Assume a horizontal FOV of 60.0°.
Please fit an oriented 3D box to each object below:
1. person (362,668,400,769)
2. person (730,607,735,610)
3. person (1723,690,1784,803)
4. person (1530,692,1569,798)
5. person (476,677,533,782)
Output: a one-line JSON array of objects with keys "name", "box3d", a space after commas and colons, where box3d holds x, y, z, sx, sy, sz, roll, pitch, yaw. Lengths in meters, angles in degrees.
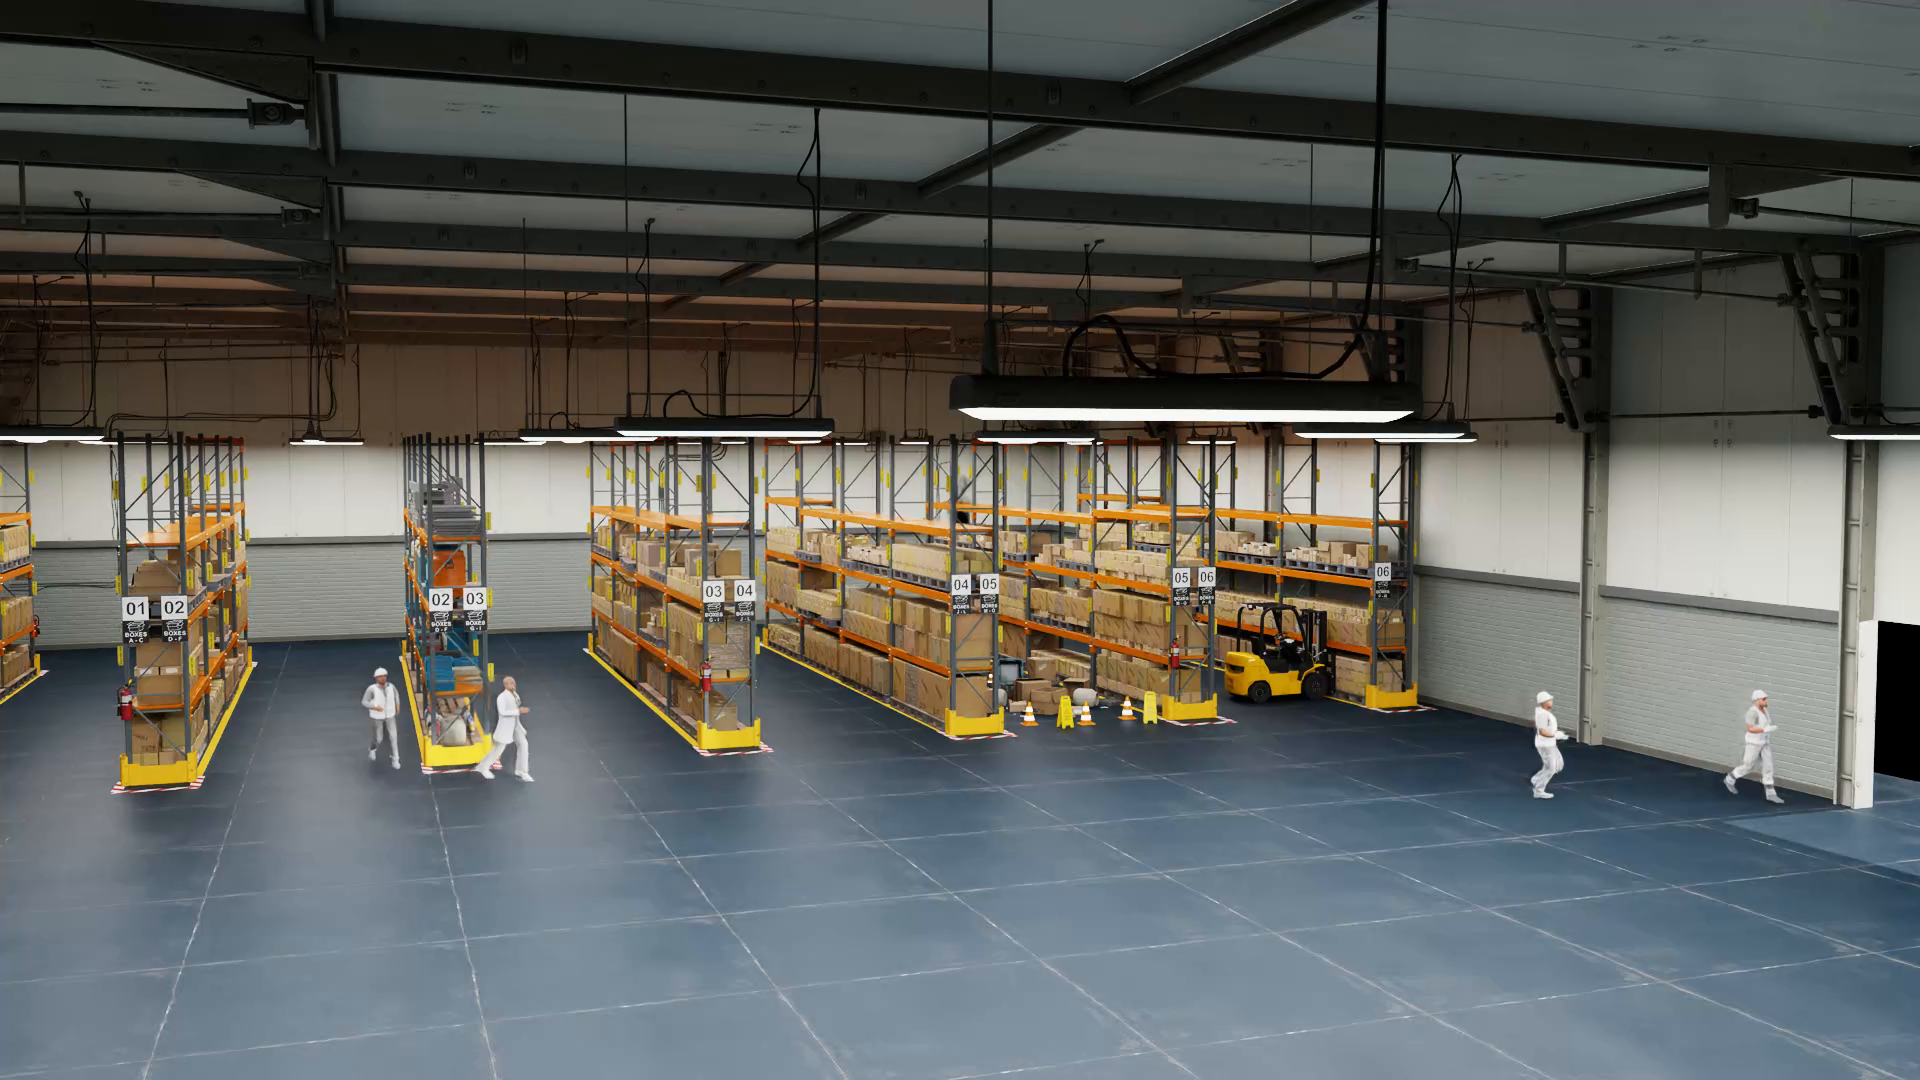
[{"name": "person", "box3d": [-10.388, 3.180, 29.875, 0.714, 1.794, 0.899, -3, 4, -45]}, {"name": "person", "box3d": [-6.598, 2.177, 48.011, 0.675, 1.776, 0.872, 1, 3, 16]}, {"name": "person", "box3d": [12.863, 3.303, 26.880, 0.664, 1.772, 0.999, -2, 4, -33]}, {"name": "person", "box3d": [9.606, 3.340, 27.097, 0.591, 1.737, 0.670, 1, 3, 22]}, {"name": "person", "box3d": [-7.809, 3.251, 28.570, 0.989, 1.833, 0.729, 1, 3, 16]}]
